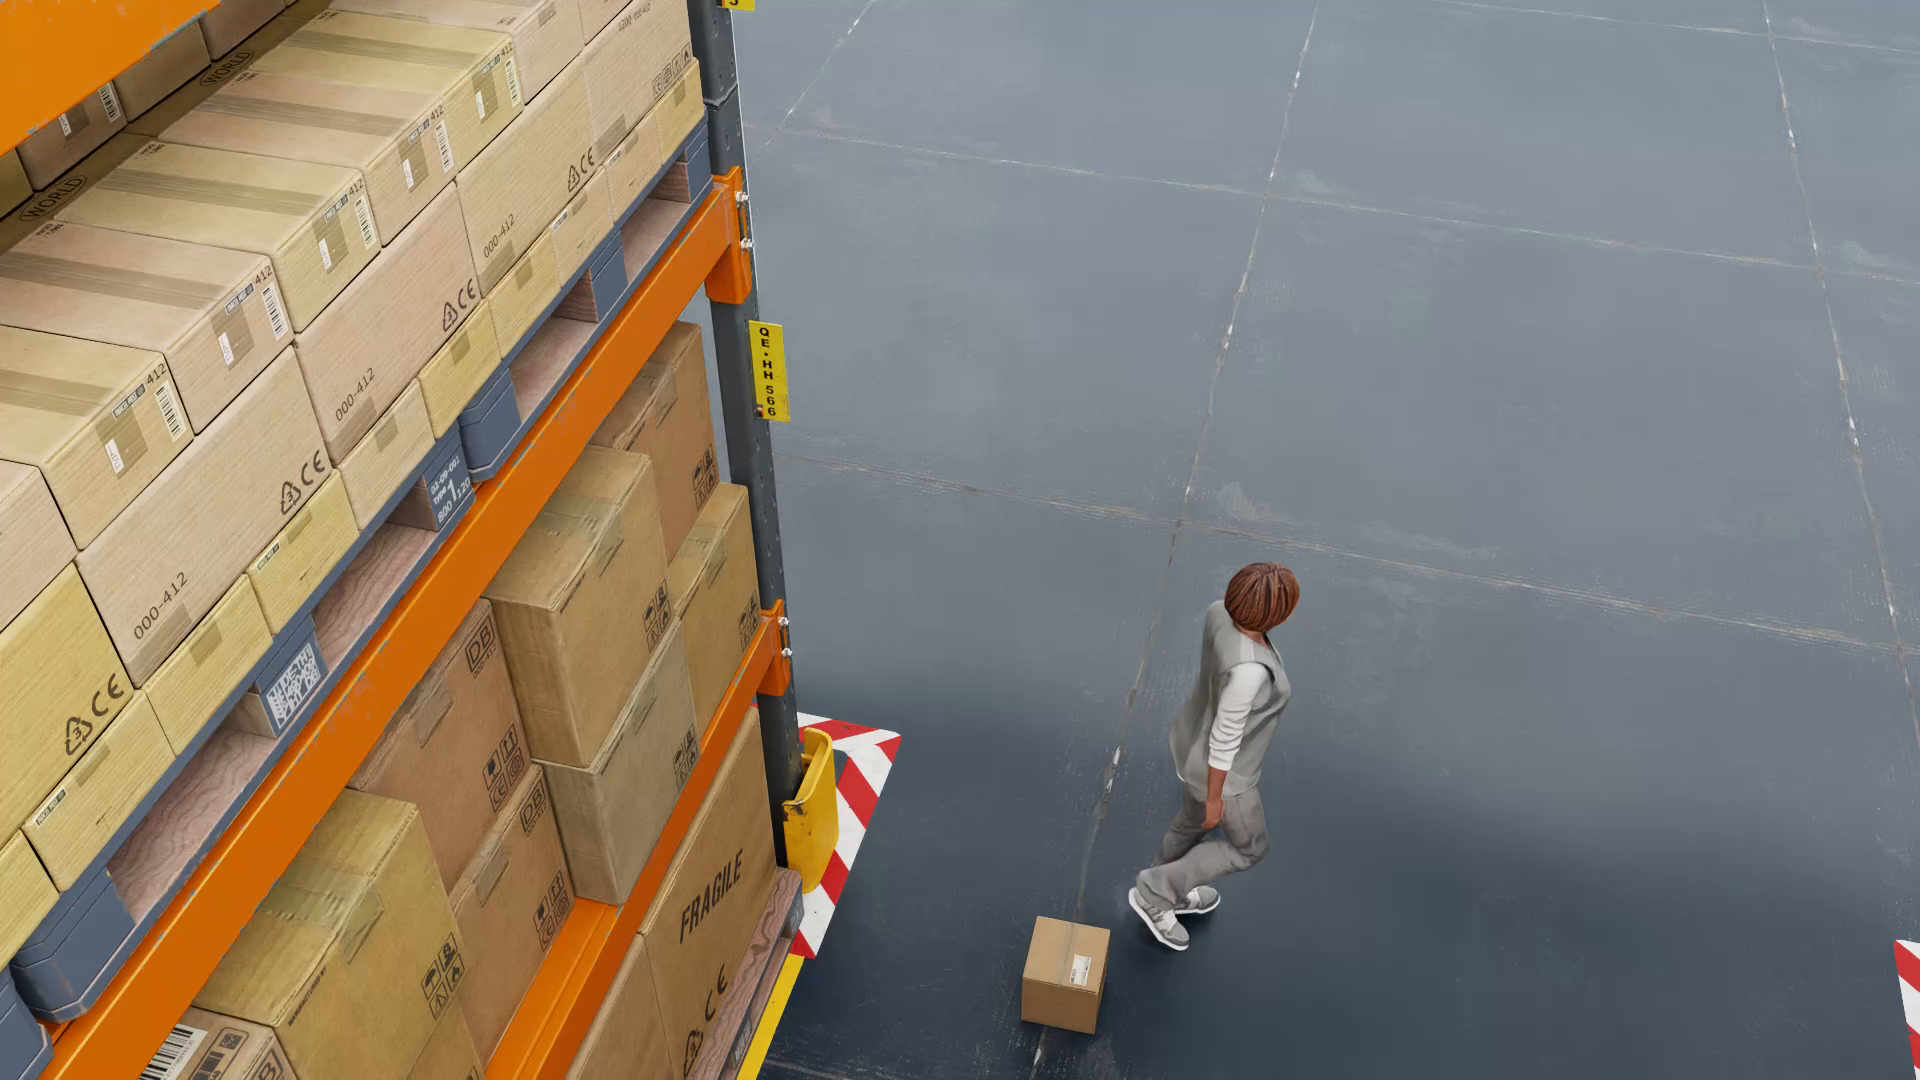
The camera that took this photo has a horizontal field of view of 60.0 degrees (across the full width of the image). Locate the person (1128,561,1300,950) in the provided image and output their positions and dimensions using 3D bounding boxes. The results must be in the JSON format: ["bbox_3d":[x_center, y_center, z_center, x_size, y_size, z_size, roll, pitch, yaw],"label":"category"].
[{"bbox_3d":[0.790,0.710,5.352,0.449,1.588,0.470,-4,42,-4],"label":"person"}]
